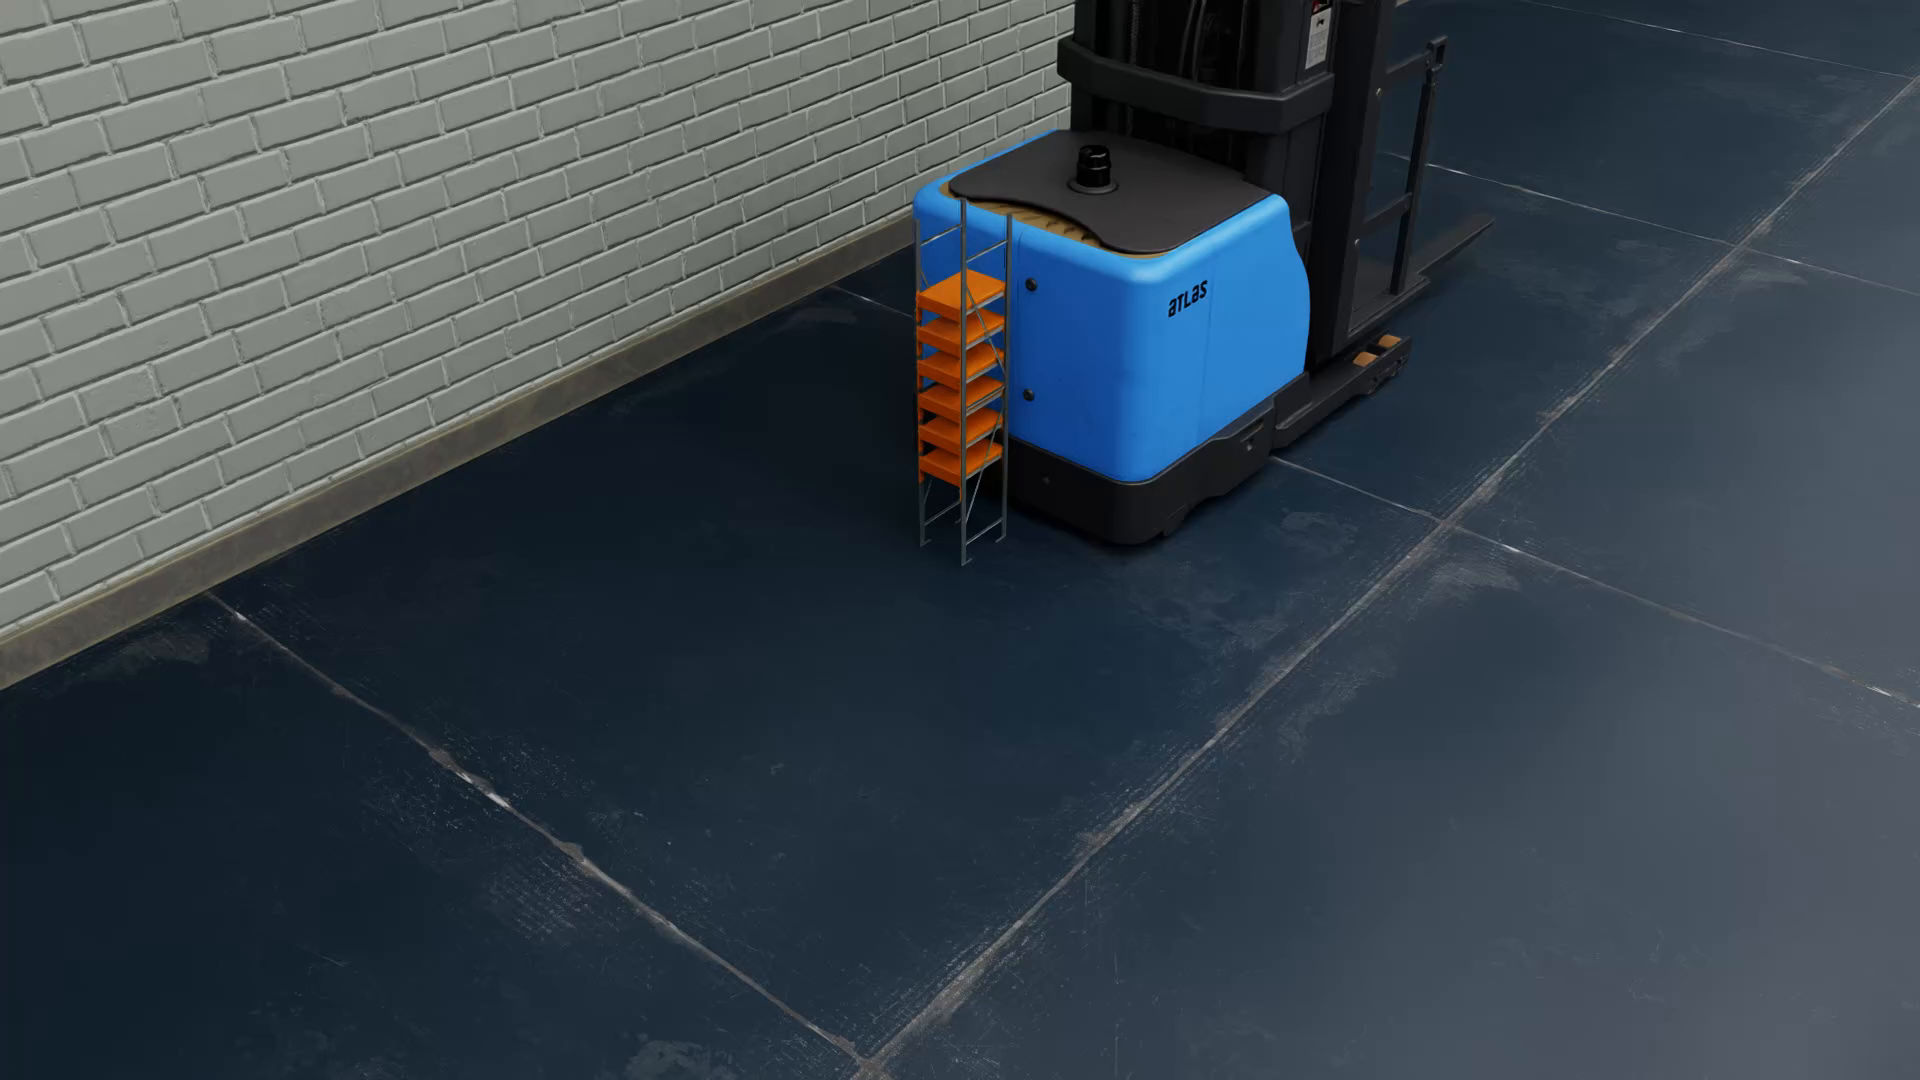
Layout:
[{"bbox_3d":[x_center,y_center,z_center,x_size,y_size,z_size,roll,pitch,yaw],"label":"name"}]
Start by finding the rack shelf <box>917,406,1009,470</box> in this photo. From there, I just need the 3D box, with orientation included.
[{"bbox_3d":[0.011,-0.354,5.496,0.180,0.103,0.258,25,42,32],"label":"rack shelf"}]

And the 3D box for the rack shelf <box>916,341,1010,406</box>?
[{"bbox_3d":[0.011,-0.552,5.360,0.180,0.103,0.258,25,42,32],"label":"rack shelf"}]

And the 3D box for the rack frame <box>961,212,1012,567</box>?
[{"bbox_3d":[0.081,-0.456,5.354,0.006,1.200,0.240,25,42,32],"label":"rack frame"}]

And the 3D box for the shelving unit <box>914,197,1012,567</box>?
[{"bbox_3d":[0.011,-0.489,5.403,0.189,1.200,0.258,25,42,32],"label":"shelving unit"}]

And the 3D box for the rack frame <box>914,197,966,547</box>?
[{"bbox_3d":[-0.059,-0.523,5.451,0.006,1.200,0.240,25,42,32],"label":"rack frame"}]

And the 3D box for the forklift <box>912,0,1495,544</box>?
[{"bbox_3d":[1.167,-1.952,6.003,1.130,2.935,3.031,26,42,32],"label":"forklift"}]

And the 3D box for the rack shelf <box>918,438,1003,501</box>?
[{"bbox_3d":[0.011,-0.255,5.564,0.180,0.103,0.258,25,42,32],"label":"rack shelf"}]

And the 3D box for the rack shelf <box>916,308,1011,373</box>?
[{"bbox_3d":[0.011,-0.651,5.292,0.180,0.103,0.258,25,42,32],"label":"rack shelf"}]

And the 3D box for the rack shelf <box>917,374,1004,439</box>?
[{"bbox_3d":[0.011,-0.453,5.428,0.180,0.103,0.258,25,42,32],"label":"rack shelf"}]

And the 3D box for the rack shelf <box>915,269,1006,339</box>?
[{"bbox_3d":[0.011,-0.749,5.224,0.180,0.103,0.258,25,42,32],"label":"rack shelf"}]
